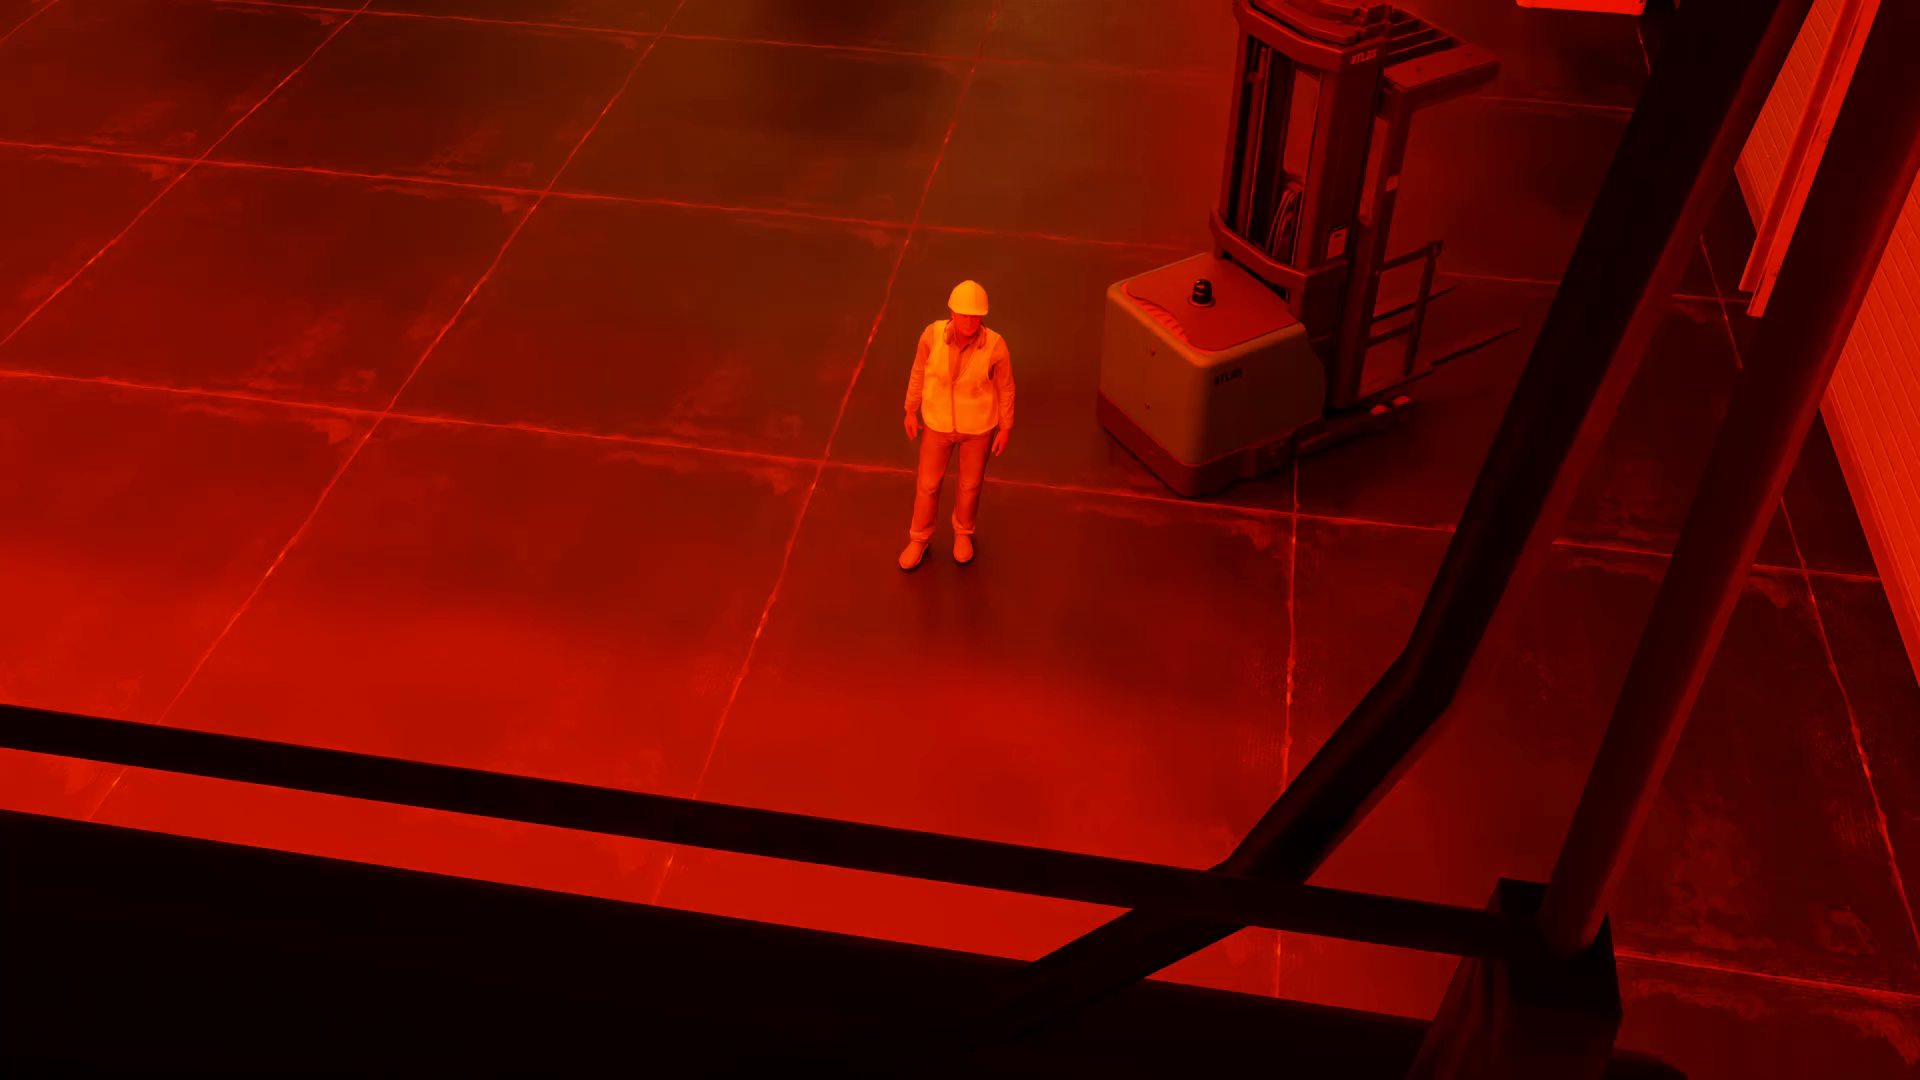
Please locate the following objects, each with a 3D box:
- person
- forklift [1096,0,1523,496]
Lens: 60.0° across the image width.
[{"bbox_3d":[-0.019,-0.635,9.479,0.632,1.773,0.568,7,41,7],"label":"person"},{"bbox_3d":[2.421,-2.103,10.294,3.031,2.935,1.130,-22,45,-23],"label":"forklift"}]
